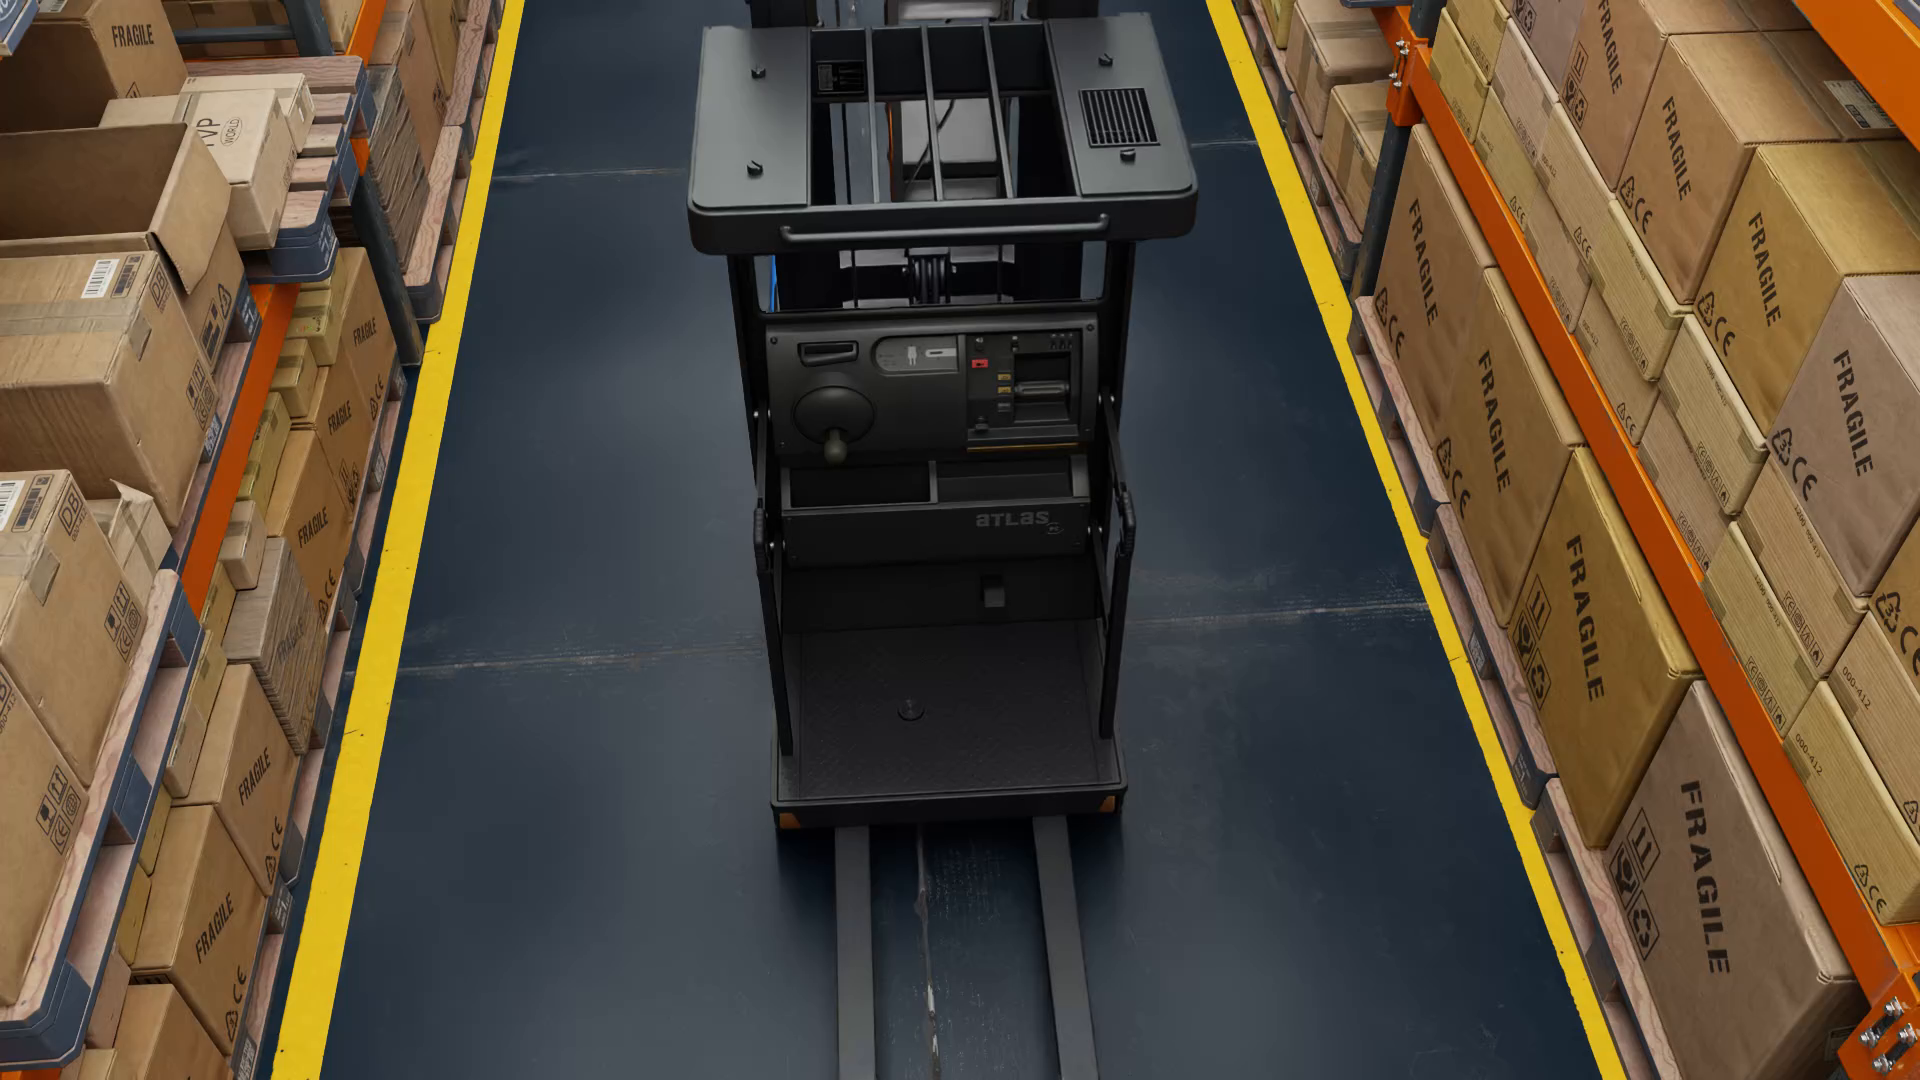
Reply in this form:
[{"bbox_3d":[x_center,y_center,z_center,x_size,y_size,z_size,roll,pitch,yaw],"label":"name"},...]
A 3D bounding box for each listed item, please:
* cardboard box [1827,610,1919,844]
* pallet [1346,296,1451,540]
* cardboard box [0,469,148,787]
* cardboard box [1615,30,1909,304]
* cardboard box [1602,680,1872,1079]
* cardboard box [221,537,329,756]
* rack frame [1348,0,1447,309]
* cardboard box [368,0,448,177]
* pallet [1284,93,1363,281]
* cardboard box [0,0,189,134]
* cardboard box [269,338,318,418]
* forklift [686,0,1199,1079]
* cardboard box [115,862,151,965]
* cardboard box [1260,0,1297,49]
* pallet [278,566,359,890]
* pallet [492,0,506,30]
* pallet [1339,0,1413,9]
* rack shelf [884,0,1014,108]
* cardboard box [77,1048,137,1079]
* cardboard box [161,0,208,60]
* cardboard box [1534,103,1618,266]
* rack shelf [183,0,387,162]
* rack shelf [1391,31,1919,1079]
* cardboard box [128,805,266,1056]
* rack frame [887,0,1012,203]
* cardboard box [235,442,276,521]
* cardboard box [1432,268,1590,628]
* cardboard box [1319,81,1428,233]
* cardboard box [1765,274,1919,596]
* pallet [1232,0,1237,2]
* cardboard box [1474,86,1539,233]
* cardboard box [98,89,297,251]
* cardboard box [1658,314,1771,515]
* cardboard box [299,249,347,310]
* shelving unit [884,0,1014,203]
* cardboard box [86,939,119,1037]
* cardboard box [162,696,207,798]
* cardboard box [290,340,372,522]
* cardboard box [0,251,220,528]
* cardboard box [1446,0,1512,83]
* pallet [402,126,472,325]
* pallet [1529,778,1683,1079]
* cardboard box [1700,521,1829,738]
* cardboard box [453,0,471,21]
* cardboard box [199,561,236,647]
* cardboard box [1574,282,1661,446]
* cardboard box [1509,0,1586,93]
[{"bbox_3d":[2.251,0.400,3.564,0.500,0.250,0.500,-4,47,-3],"label":"cardboard box"},{"bbox_3d":[2.187,-0.536,6.612,1.003,0.211,1.213,-3,47,-3],"label":"pallet"},{"bbox_3d":[-2.276,0.212,3.625,0.700,0.500,0.500,-3,47,-3],"label":"cardboard box"},{"bbox_3d":[2.111,-0.977,4.352,0.500,0.500,0.500,-3,47,-3],"label":"cardboard box"},{"bbox_3d":[2.399,0.967,4.442,0.875,0.875,0.875,-2,47,-2],"label":"cardboard box"},{"bbox_3d":[-2.361,0.359,5.277,0.500,0.500,0.500,-5,47,-5],"label":"cardboard box"},{"bbox_3d":[2.196,-2.070,6.144,1.000,3.000,0.127,-3,47,-3],"label":"rack frame"},{"bbox_3d":[-2.851,-2.017,7.441,0.875,0.625,0.625,-2,47,-2],"label":"cardboard box"},{"bbox_3d":[2.132,-1.676,7.692,1.003,0.211,1.213,-3,47,-3],"label":"pallet"},{"bbox_3d":[-2.863,-1.562,5.305,0.500,0.500,0.500,-2,47,-1],"label":"cardboard box"},{"bbox_3d":[-2.425,-0.542,5.683,0.380,0.149,0.250,-5,47,-5],"label":"cardboard box"},{"bbox_3d":[-0.059,-0.330,4.544,1.130,2.935,3.031,-3,47,-2],"label":"forklift"},{"bbox_3d":[-2.313,0.965,4.256,0.380,0.149,0.250,-6,47,-5],"label":"cardboard box"},{"bbox_3d":[2.031,-2.802,8.359,0.950,0.372,0.625,-2,47,-2],"label":"cardboard box"},{"bbox_3d":[-2.626,0.617,5.521,1.003,0.211,1.213,-3,47,-3],"label":"pallet"},{"bbox_3d":[-2.985,-3.170,9.107,1.003,0.211,1.213,-3,47,-3],"label":"pallet"},{"bbox_3d":[2.030,-2.513,6.696,1.213,0.211,1.003,-3,47,-3],"label":"pallet"},{"bbox_3d":[-0.048,-1.811,5.574,0.431,0.518,0.480,-3,47,-2],"label":"rack shelf"},{"bbox_3d":[-2.180,1.345,3.896,0.380,0.149,0.250,-1,47,-1],"label":"cardboard box"},{"bbox_3d":[-3.043,-2.023,6.204,0.500,0.250,0.500,-4,47,-4],"label":"cardboard box"},{"bbox_3d":[2.064,-1.073,4.959,0.500,0.250,0.500,-4,47,-3],"label":"cardboard box"},{"bbox_3d":[-2.918,-2.965,7.487,1.077,0.370,4.000,-3,47,-3],"label":"rack shelf"},{"bbox_3d":[2.363,-0.375,5.035,1.077,0.370,4.000,-3,47,-3],"label":"rack shelf"},{"bbox_3d":[-2.286,1.096,4.579,0.500,0.500,0.500,-4,47,-4],"label":"cardboard box"},{"bbox_3d":[-0.032,-1.163,5.905,0.400,2.100,0.015,-3,47,-2],"label":"rack frame"},{"bbox_3d":[-2.426,-0.168,5.329,0.380,0.149,0.250,-4,47,-4],"label":"cardboard box"},{"bbox_3d":[2.241,-0.333,5.674,0.875,0.875,0.875,-3,47,-3],"label":"cardboard box"},{"bbox_3d":[2.158,-1.720,7.333,0.950,0.372,0.625,-6,47,-6],"label":"cardboard box"},{"bbox_3d":[2.192,-0.236,3.650,0.500,0.500,0.500,-3,47,-3],"label":"cardboard box"},{"bbox_3d":[1.928,-3.442,9.364,1.003,0.211,1.213,-3,47,-3],"label":"pallet"},{"bbox_3d":[2.047,-1.278,5.498,0.500,0.250,0.500,-5,47,-4],"label":"cardboard box"},{"bbox_3d":[-2.339,-1.114,5.054,0.500,0.250,0.500,-5,47,-5],"label":"cardboard box"},{"bbox_3d":[2.153,-0.336,4.261,0.500,0.250,0.500,-2,47,-2],"label":"cardboard box"},{"bbox_3d":[-2.456,-0.931,6.052,0.380,0.149,0.250,-6,47,-5],"label":"cardboard box"},{"bbox_3d":[-0.048,-1.339,6.072,0.431,2.100,0.503,-3,47,-2],"label":"shelving unit"},{"bbox_3d":[-2.250,1.058,3.963,0.380,0.149,0.250,-6,47,-5],"label":"cardboard box"},{"bbox_3d":[-2.334,0.584,4.617,0.380,0.149,0.250,-4,47,-3],"label":"cardboard box"},{"bbox_3d":[-2.469,-0.394,5.990,0.500,0.500,0.500,-4,47,-4],"label":"cardboard box"},{"bbox_3d":[-2.342,-0.356,4.163,0.700,0.500,0.500,-4,47,-3],"label":"cardboard box"},{"bbox_3d":[1.992,-1.808,5.656,0.500,0.250,0.500,-4,47,-4],"label":"cardboard box"},{"bbox_3d":[-2.780,-1.404,7.435,1.003,0.211,1.213,-3,47,-3],"label":"pallet"},{"bbox_3d":[2.391,1.230,4.940,1.003,0.211,1.213,-3,47,-3],"label":"pallet"},{"bbox_3d":[2.200,0.198,4.100,0.500,0.250,0.500,-4,47,-4],"label":"cardboard box"},{"bbox_3d":[-2.973,-3.048,8.417,0.875,0.625,0.625,-4,47,-4],"label":"cardboard box"},{"bbox_3d":[-2.404,0.211,4.970,0.380,0.149,0.250,-3,47,-3],"label":"cardboard box"},{"bbox_3d":[2.129,-0.541,4.800,0.500,0.250,0.500,-3,47,-3],"label":"cardboard box"},{"bbox_3d":[2.045,-1.718,5.053,0.500,0.500,0.500,-3,47,-3],"label":"cardboard box"}]
